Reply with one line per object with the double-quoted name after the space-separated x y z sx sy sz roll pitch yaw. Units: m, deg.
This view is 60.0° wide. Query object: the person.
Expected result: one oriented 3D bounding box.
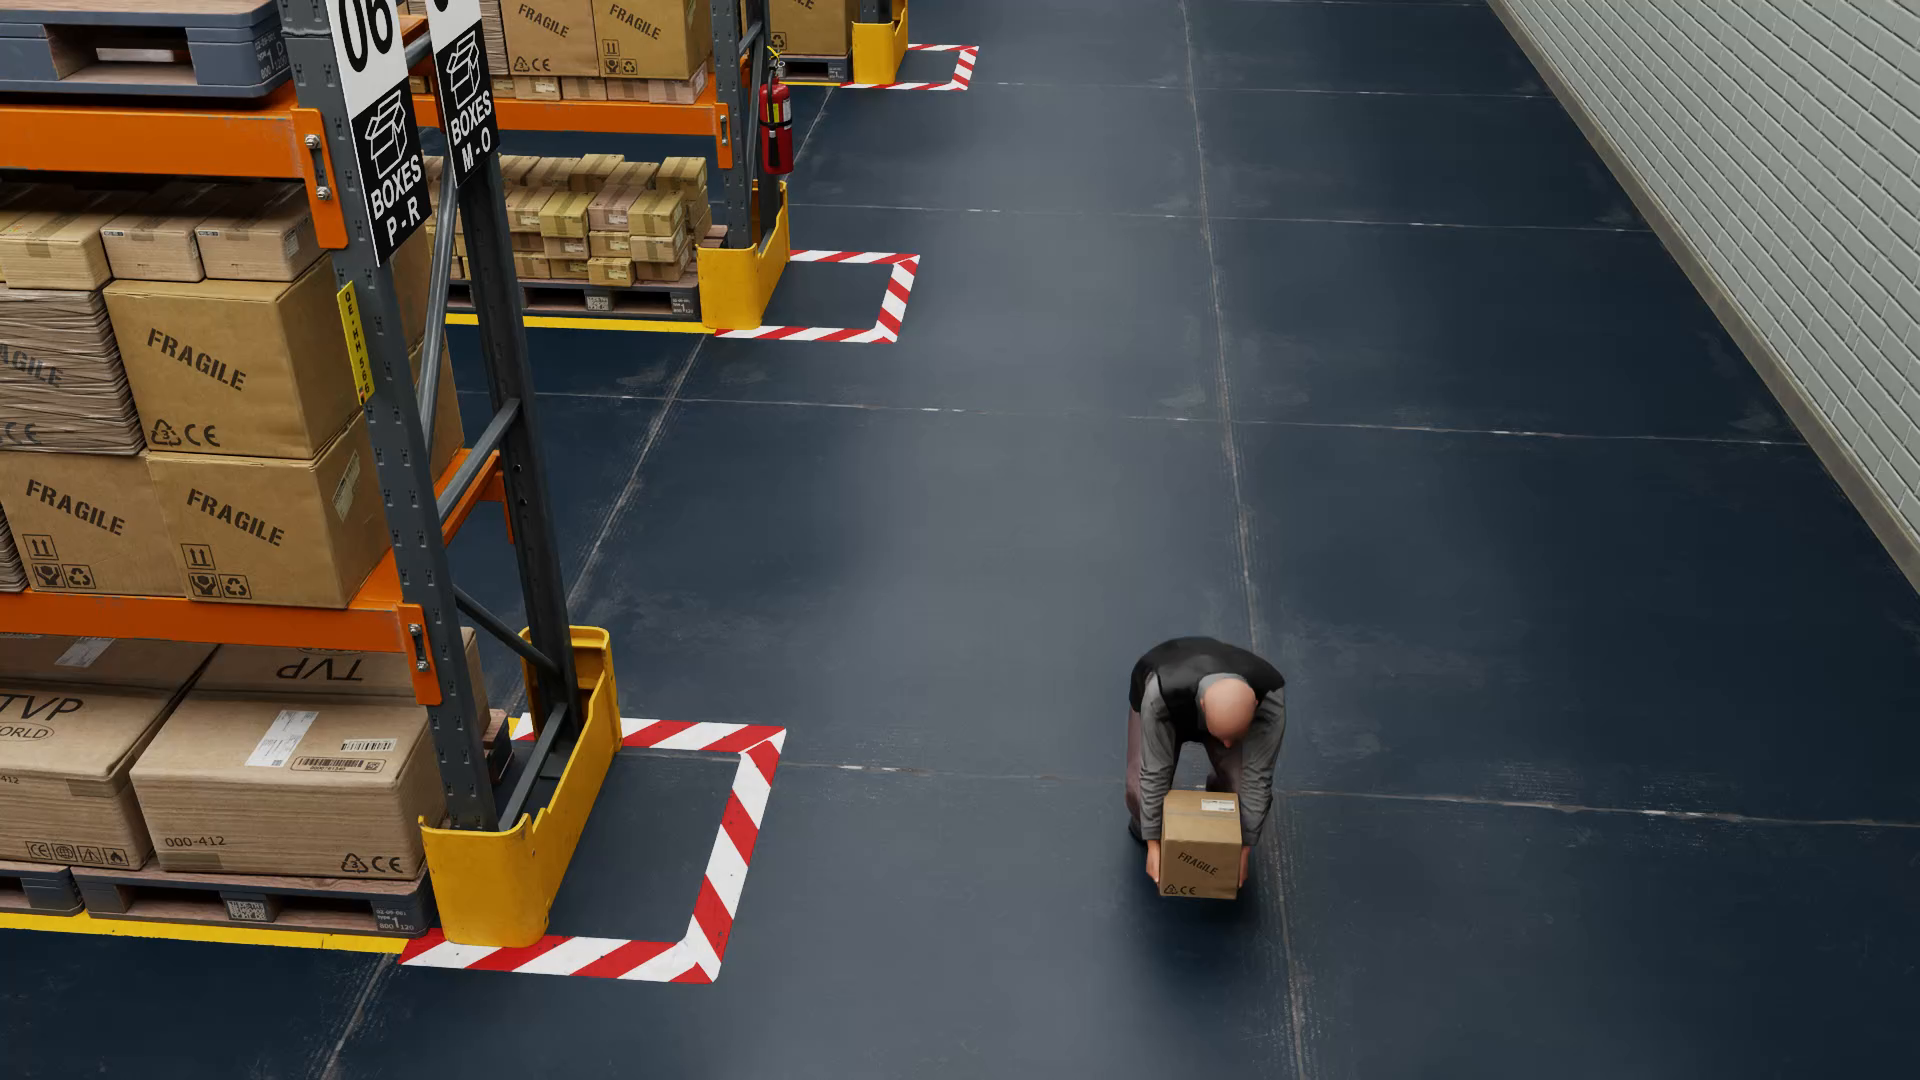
0.834 0.707 5.748 0.517 0.966 0.889 2 32 3 "person"
